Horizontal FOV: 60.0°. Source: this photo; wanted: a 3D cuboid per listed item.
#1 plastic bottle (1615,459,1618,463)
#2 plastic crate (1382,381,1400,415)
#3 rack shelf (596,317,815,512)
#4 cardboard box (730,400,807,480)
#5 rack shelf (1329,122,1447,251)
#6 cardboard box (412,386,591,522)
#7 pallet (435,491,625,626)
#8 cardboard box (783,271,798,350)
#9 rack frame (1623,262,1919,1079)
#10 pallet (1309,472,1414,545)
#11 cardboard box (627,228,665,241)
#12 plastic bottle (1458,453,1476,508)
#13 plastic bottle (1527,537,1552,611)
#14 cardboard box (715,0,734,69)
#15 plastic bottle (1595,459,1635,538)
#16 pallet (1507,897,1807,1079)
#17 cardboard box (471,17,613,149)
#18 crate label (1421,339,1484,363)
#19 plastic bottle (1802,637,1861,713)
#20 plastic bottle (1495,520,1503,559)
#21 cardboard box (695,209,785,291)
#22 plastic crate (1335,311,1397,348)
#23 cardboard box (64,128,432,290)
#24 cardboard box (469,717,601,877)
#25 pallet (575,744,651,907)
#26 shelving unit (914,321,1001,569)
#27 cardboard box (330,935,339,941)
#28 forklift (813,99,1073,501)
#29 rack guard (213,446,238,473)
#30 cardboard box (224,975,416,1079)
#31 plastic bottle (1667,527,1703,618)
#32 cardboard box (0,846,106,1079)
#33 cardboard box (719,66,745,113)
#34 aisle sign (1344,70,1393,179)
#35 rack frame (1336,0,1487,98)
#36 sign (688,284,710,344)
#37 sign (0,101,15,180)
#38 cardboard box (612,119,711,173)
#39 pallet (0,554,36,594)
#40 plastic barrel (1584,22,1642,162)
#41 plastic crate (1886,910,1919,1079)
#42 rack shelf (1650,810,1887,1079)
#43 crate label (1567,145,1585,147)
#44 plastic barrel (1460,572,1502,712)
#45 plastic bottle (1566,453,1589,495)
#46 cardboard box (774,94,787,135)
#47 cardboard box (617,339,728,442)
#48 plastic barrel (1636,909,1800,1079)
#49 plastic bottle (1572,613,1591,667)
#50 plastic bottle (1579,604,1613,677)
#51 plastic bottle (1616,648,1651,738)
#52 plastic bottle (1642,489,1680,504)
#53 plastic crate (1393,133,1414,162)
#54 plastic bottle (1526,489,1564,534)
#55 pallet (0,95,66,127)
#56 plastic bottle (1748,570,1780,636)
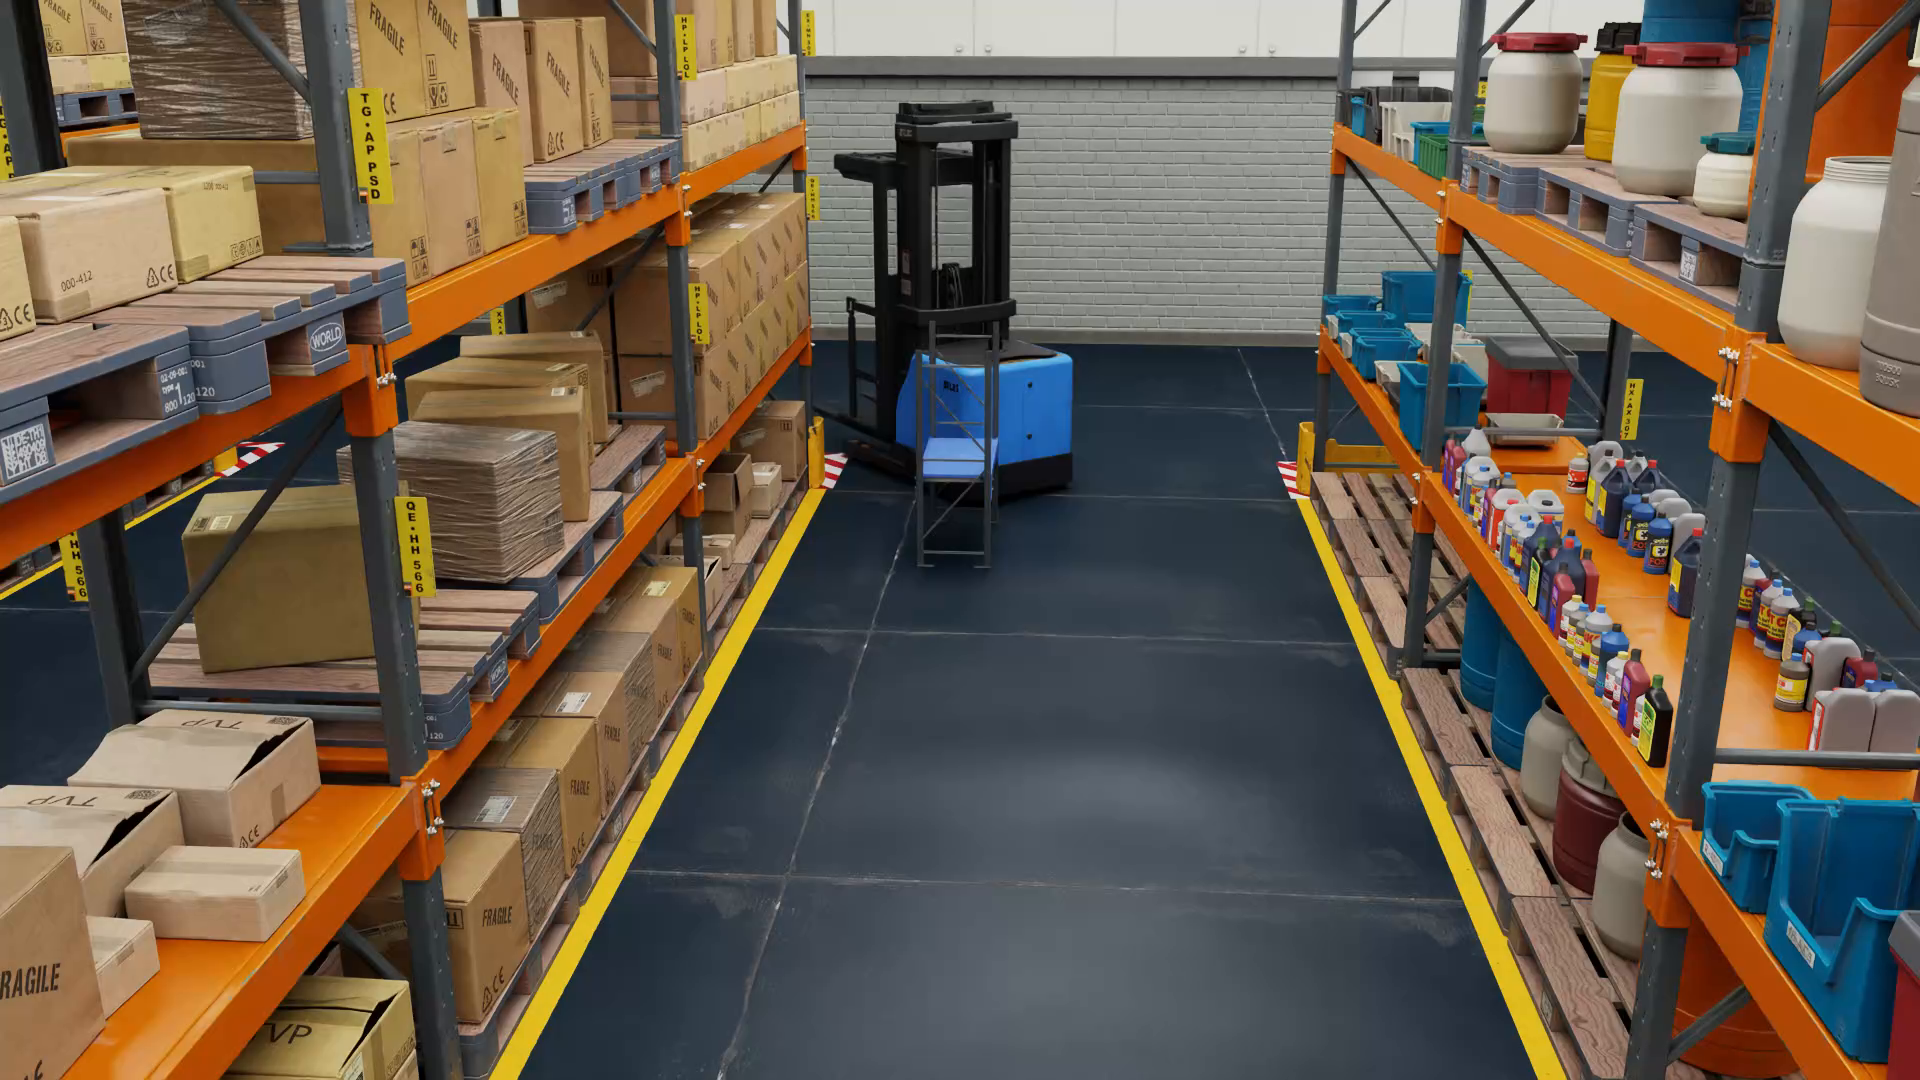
[{"bbox_3d":[3.292,-0.308,8.364,0.097,0.201,0.097,0,18,0],"label":"plastic bottle"},{"bbox_3d":[2.791,-0.820,9.953,0.437,0.125,0.590,1,18,4],"label":"plastic crate"},{"bbox_3d":[-1.818,-0.960,11.189,1.077,0.370,4.000,1,18,4],"label":"rack shelf"},{"bbox_3d":[-1.468,-0.769,12.762,0.500,0.500,0.500,1,18,4],"label":"cardboard box"},{"bbox_3d":[3.122,-2.273,10.381,1.077,0.370,4.000,1,18,4],"label":"rack shelf"},{"bbox_3d":[-2.026,-0.377,7.422,0.700,0.500,0.500,-3,18,-10],"label":"cardboard box"},{"bbox_3d":[-2.113,0.049,7.264,1.003,0.211,1.213,1,18,4],"label":"pallet"},{"bbox_3d":[-1.469,-1.664,12.023,0.500,0.500,0.500,1,18,4],"label":"cardboard box"},{"bbox_3d":[2.692,0.674,5.049,1.000,3.000,0.127,1,18,4],"label":"rack frame"},{"bbox_3d":[3.168,-0.230,12.287,1.003,0.211,1.213,1,18,4],"label":"pallet"},{"bbox_3d":[-2.113,-1.681,10.471,0.500,0.500,0.500,1,18,4],"label":"cardboard box"},{"bbox_3d":[2.521,-0.295,8.213,0.097,0.271,0.097,0,18,0],"label":"plastic bottle"},{"bbox_3d":[2.400,0.140,6.865,0.061,0.283,0.133,1,18,4],"label":"plastic bottle"},{"bbox_3d":[-1.758,-3.088,9.946,0.700,0.500,0.500,1,18,4],"label":"cardboard box"},{"bbox_3d":[3.082,-0.198,7.790,0.144,0.351,0.185,1,18,4],"label":"plastic bottle"},{"bbox_3d":[2.707,1.753,6.234,1.003,0.211,1.213,1,18,4],"label":"pallet"},{"bbox_3d":[-2.071,-2.245,8.146,0.600,0.600,0.600,0,18,-1],"label":"cardboard box"},{"bbox_3d":[3.357,-1.280,11.339,0.396,0.136,0.243,1,18,4],"label":"crate label"},{"bbox_3d":[3.079,0.462,5.895,0.152,0.276,0.135,1,18,4],"label":"plastic bottle"},{"bbox_3d":[2.464,-0.016,7.473,0.097,0.201,0.097,0,18,0],"label":"plastic bottle"},{"bbox_3d":[-1.500,-1.983,11.391,0.500,0.500,0.500,2,18,5],"label":"cardboard box"},{"bbox_3d":[2.872,-1.486,11.813,0.416,0.233,0.300,1,18,4],"label":"plastic crate"},{"bbox_3d":[-2.250,-1.047,5.324,0.910,0.500,0.500,1,18,4],"label":"cardboard box"},{"bbox_3d":[-1.858,1.087,7.095,0.500,0.500,0.500,1,18,3],"label":"cardboard box"},{"bbox_3d":[-2.067,1.278,7.683,1.003,0.211,1.213,1,18,4],"label":"pallet"},{"bbox_3d":[-0.006,-0.686,11.609,0.538,1.500,1.048,1,18,4],"label":"shelving unit"},{"bbox_3d":[-2.415,1.245,6.614,0.500,0.500,0.500,2,18,6],"label":"cardboard box"},{"bbox_3d":[-0.330,-2.096,13.614,1.130,2.935,3.031,-11,21,-31],"label":"forklift"},{"bbox_3d":[-6.614,-0.852,13.719,1.175,0.500,0.348,1,18,4],"label":"rack guard"},{"bbox_3d":[-2.040,1.571,5.153,0.500,0.311,0.500,2,18,5],"label":"cardboard box"},{"bbox_3d":[2.999,0.128,6.794,0.144,0.351,0.185,1,18,4],"label":"plastic bottle"},{"bbox_3d":[-2.352,1.036,3.783,0.500,0.500,0.500,0,18,1],"label":"cardboard box"},{"bbox_3d":[-1.597,-2.728,10.051,0.500,0.250,0.500,1,18,4],"label":"cardboard box"},{"bbox_3d":[2.975,-3.075,12.316,0.394,0.787,0.004,1,18,4],"label":"aisle sign"},{"bbox_3d":[3.266,-4.662,11.698,1.000,3.000,0.127,1,18,4],"label":"rack frame"},{"bbox_3d":[-1.408,-1.219,8.967,0.100,0.325,0.005,1,18,4],"label":"sign"},{"bbox_3d":[-2.789,-1.122,4.882,0.100,0.325,0.005,1,18,4],"label":"sign"},{"bbox_3d":[-1.680,-2.180,9.182,0.500,0.250,0.500,1,18,4],"label":"cardboard box"},{"bbox_3d":[-6.770,0.301,10.665,1.003,0.211,1.213,1,18,4],"label":"pallet"},{"bbox_3d":[3.116,-1.995,7.400,0.600,0.588,0.600,0,18,0],"label":"plastic barrel"},{"bbox_3d":[2.271,1.138,3.529,0.402,0.464,0.583,1,18,4],"label":"plastic crate"},{"bbox_3d":[2.549,1.637,3.266,1.077,0.370,4.000,1,18,4],"label":"rack shelf"},{"bbox_3d":[3.302,-2.014,8.859,0.293,0.136,0.466,1,18,4],"label":"crate label"},{"bbox_3d":[2.923,0.398,8.588,0.600,0.901,0.708,1,18,4],"label":"plastic barrel"},{"bbox_3d":[3.147,-0.341,8.467,0.097,0.201,0.097,0,18,0],"label":"plastic bottle"},{"bbox_3d":[-1.495,-2.956,11.551,0.500,0.250,0.500,1,18,4],"label":"cardboard box"},{"bbox_3d":[-1.653,-0.880,9.631,0.500,0.500,0.500,2,18,5],"label":"cardboard box"},{"bbox_3d":[2.710,1.353,5.787,0.600,0.830,0.708,1,18,4],"label":"plastic barrel"},{"bbox_3d":[2.374,0.375,6.281,0.097,0.201,0.097,0,18,0],"label":"plastic bottle"},{"bbox_3d":[2.367,0.372,6.178,0.097,0.271,0.097,0,18,0],"label":"plastic bottle"},{"bbox_3d":[2.312,0.522,5.699,0.061,0.283,0.133,1,18,4],"label":"plastic bottle"},{"bbox_3d":[3.211,-0.110,7.640,0.152,0.276,0.135,1,18,4],"label":"plastic bottle"},{"bbox_3d":[2.691,-2.272,9.646,0.293,0.136,0.466,1,18,4],"label":"plastic crate"},{"bbox_3d":[2.651,-0.083,7.559,0.152,0.276,0.135,1,18,4],"label":"plastic bottle"},{"bbox_3d":[-6.743,-2.805,10.990,1.003,0.211,1.213,1,18,4],"label":"pallet"},{"bbox_3d":[3.174,0.244,6.548,0.061,0.283,0.133,1,18,4],"label":"plastic bottle"}]
